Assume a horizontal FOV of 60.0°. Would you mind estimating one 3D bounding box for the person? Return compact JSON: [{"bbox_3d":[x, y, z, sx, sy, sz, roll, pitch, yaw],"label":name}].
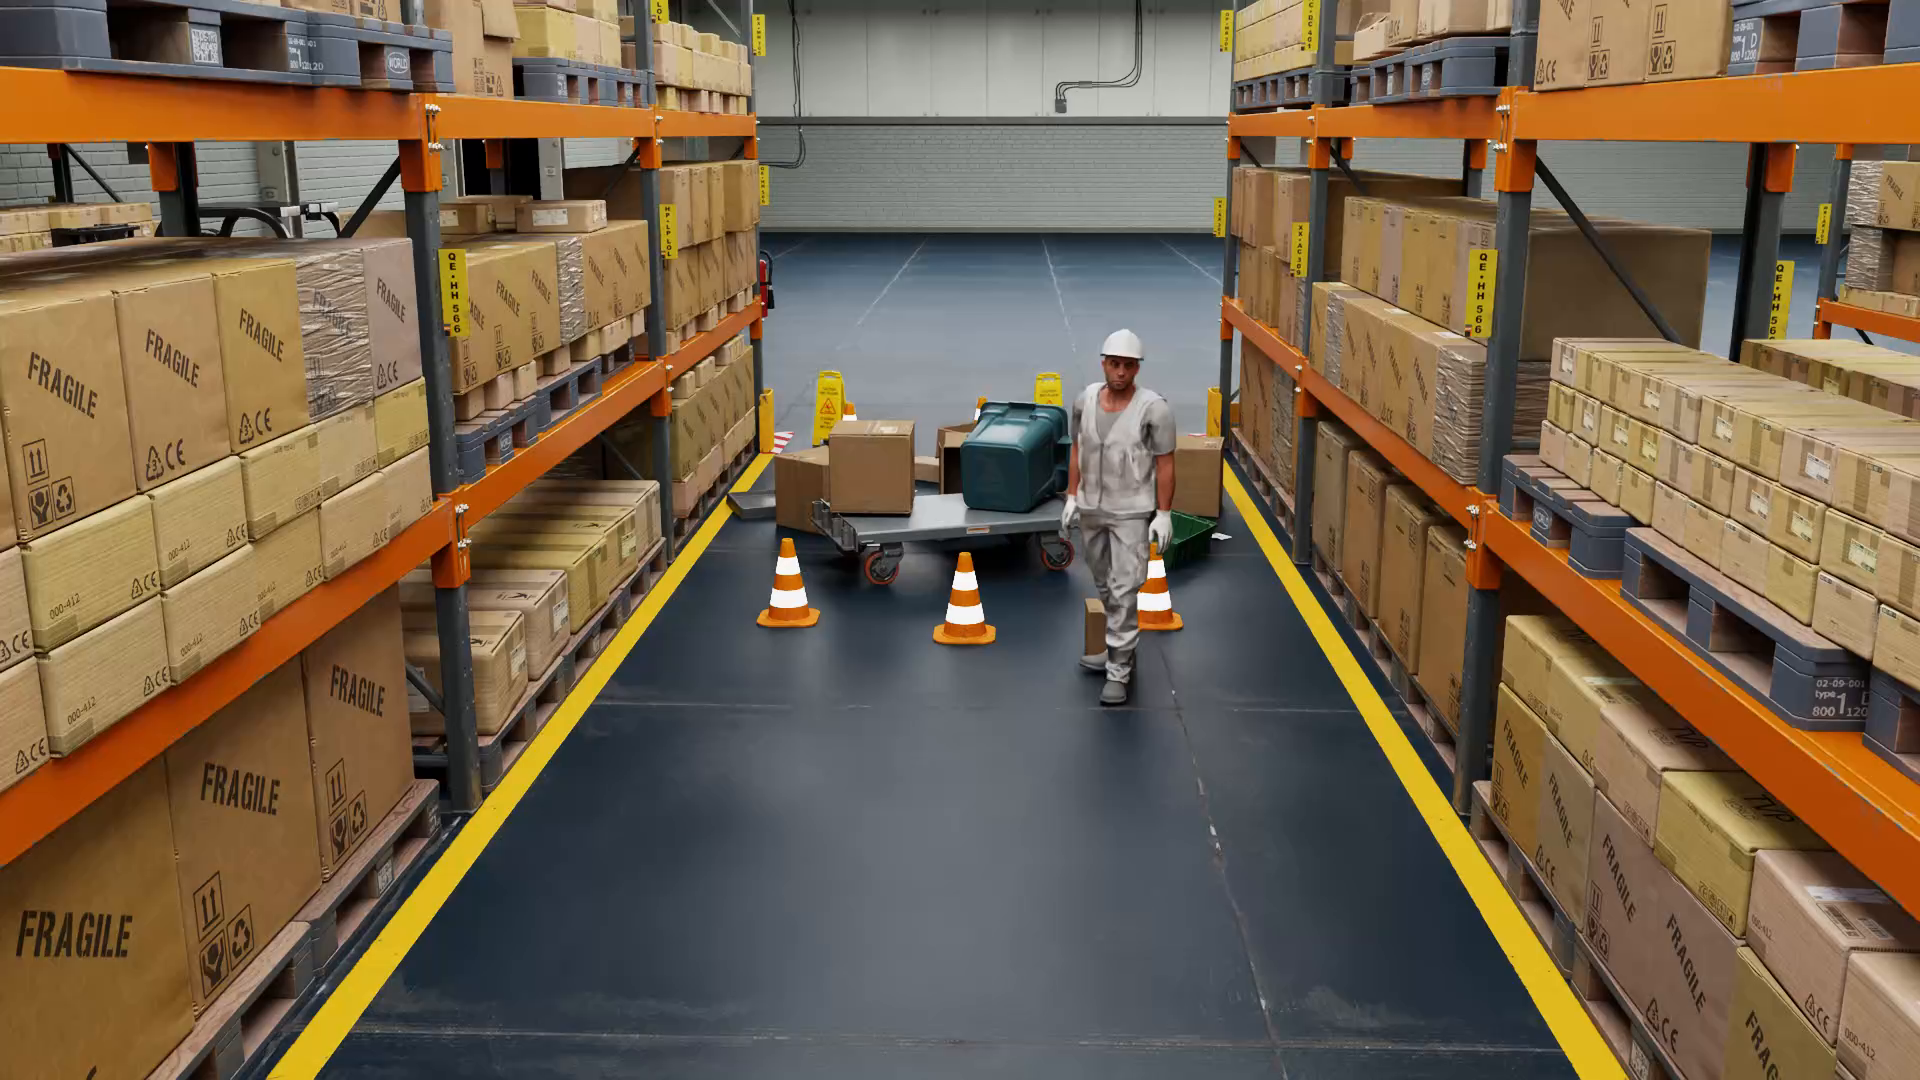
[{"bbox_3d":[0.766,-0.136,8.009,0.566,1.781,0.576,10,17,35],"label":"person"}]
